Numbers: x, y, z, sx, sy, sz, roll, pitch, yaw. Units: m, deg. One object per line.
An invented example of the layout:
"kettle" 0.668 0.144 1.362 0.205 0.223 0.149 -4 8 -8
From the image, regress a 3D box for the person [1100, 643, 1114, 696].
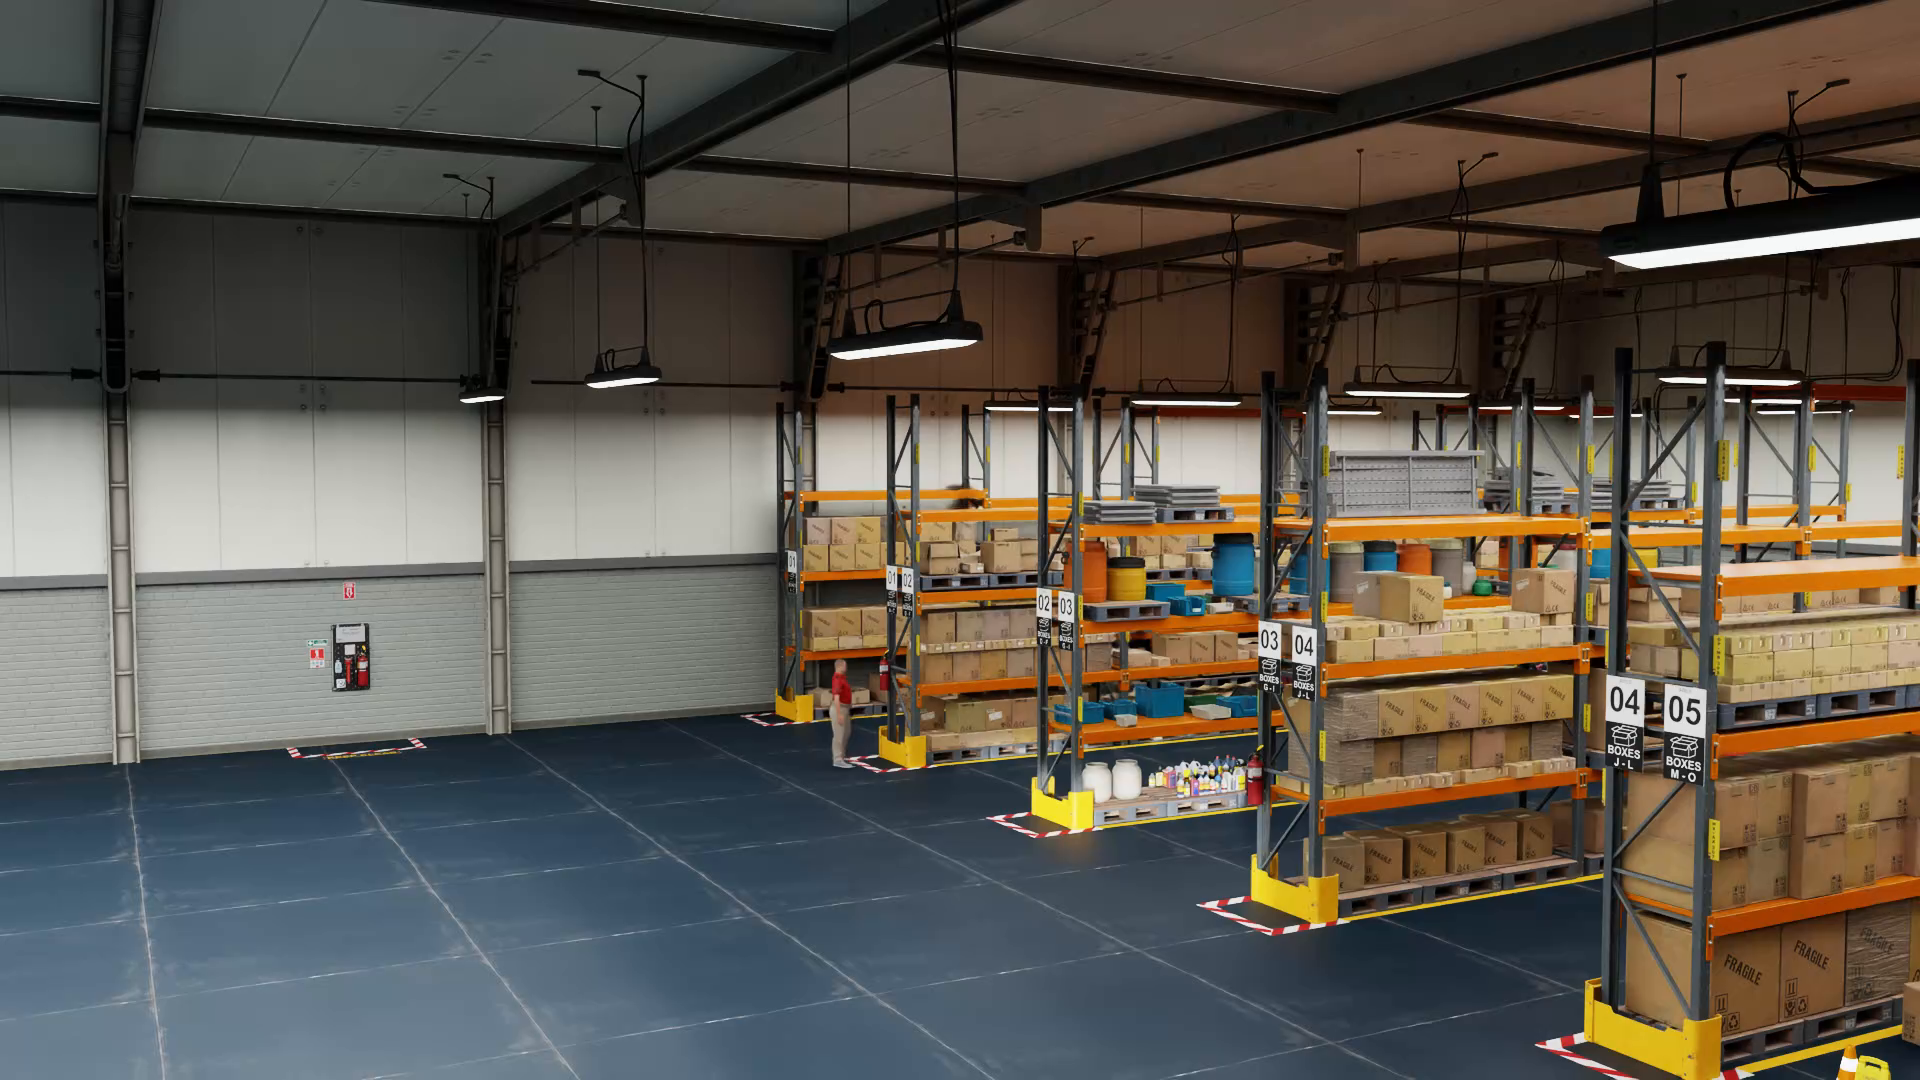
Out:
"person" 2.668 2.545 31.037 1.006 1.648 0.560 -2 4 -25

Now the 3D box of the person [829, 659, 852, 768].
"person" -1.913 2.829 26.819 0.381 1.822 0.598 0 3 3

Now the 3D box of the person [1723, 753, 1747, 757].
"person" 8.678 3.205 18.833 0.608 1.791 0.481 -1 3 -15
